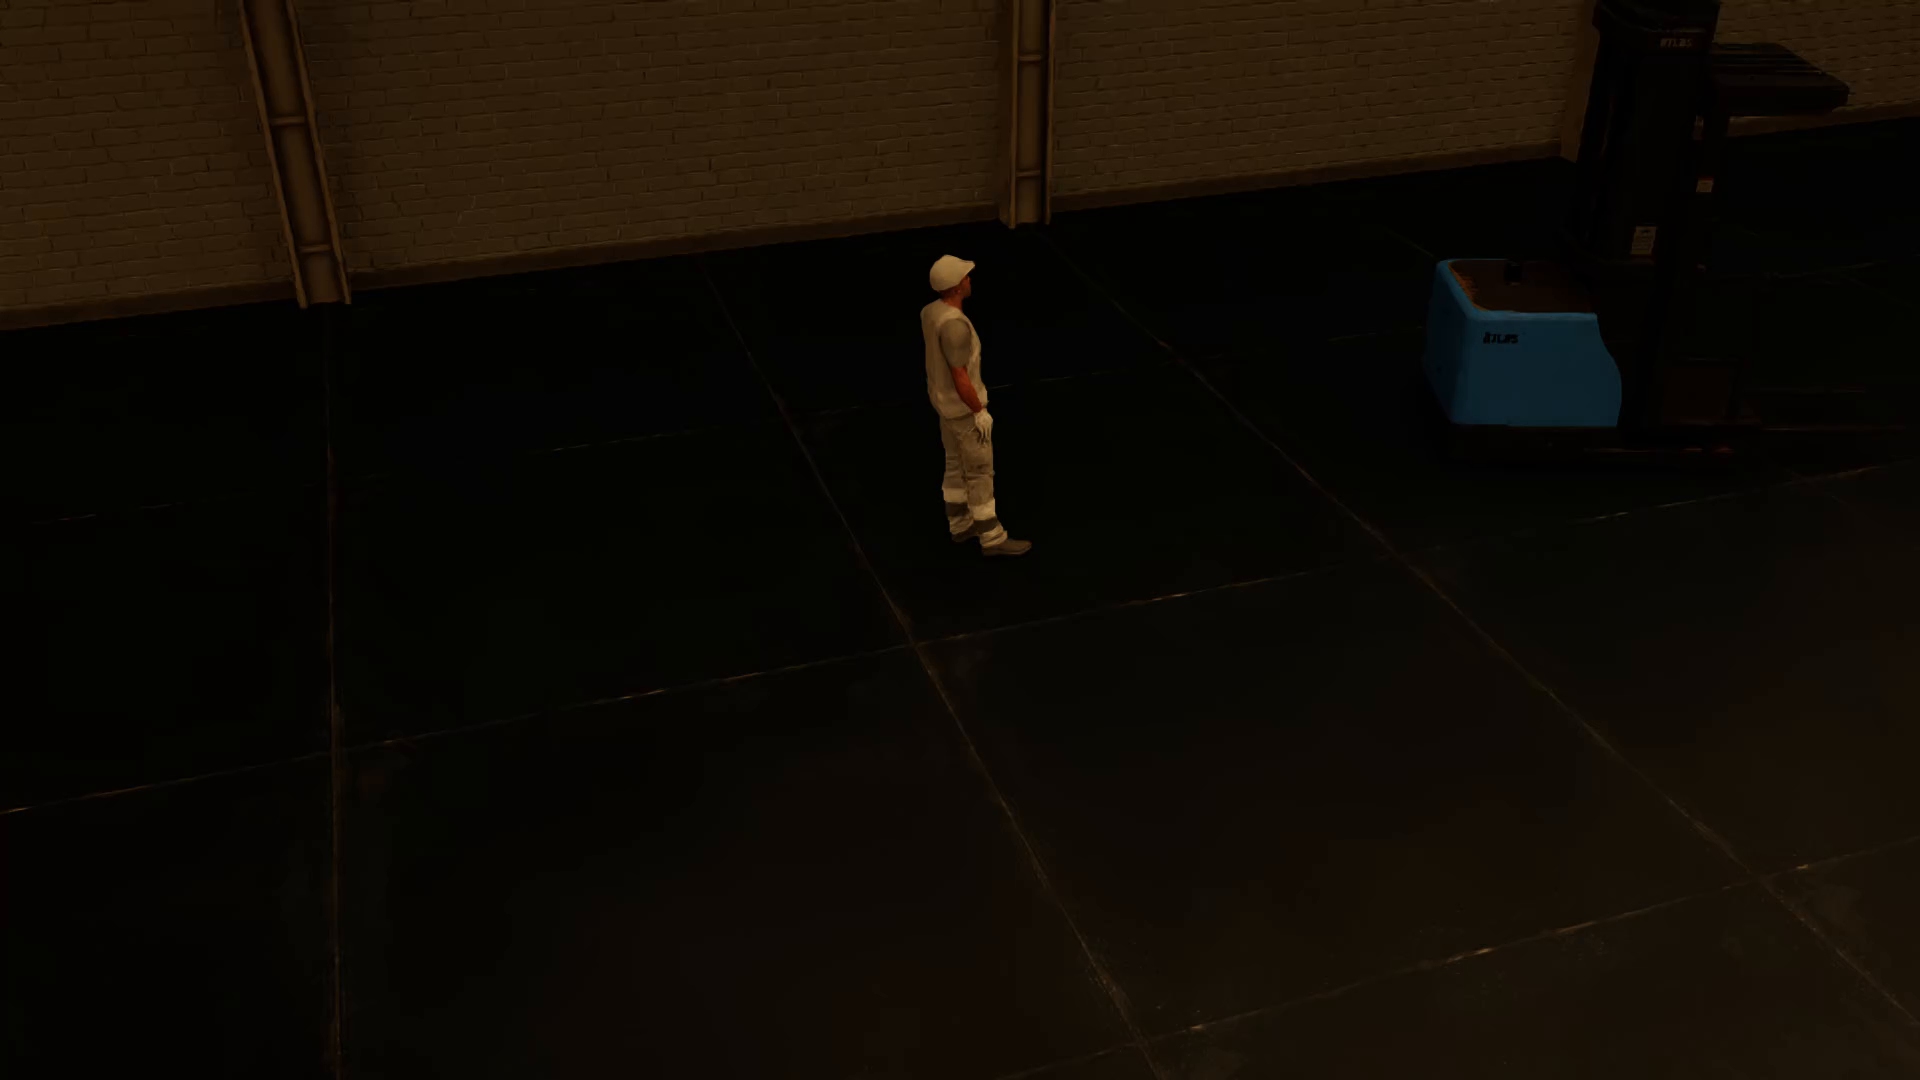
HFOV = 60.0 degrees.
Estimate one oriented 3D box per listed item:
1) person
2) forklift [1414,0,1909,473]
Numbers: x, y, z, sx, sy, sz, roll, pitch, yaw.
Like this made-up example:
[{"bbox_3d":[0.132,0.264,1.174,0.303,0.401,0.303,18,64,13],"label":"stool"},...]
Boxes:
[{"bbox_3d":[0.080,-0.789,9.589,0.563,1.787,0.637,-10,31,-16],"label":"person"},{"bbox_3d":[4.673,-1.974,10.519,3.031,2.935,1.130,1,30,1],"label":"forklift"}]
